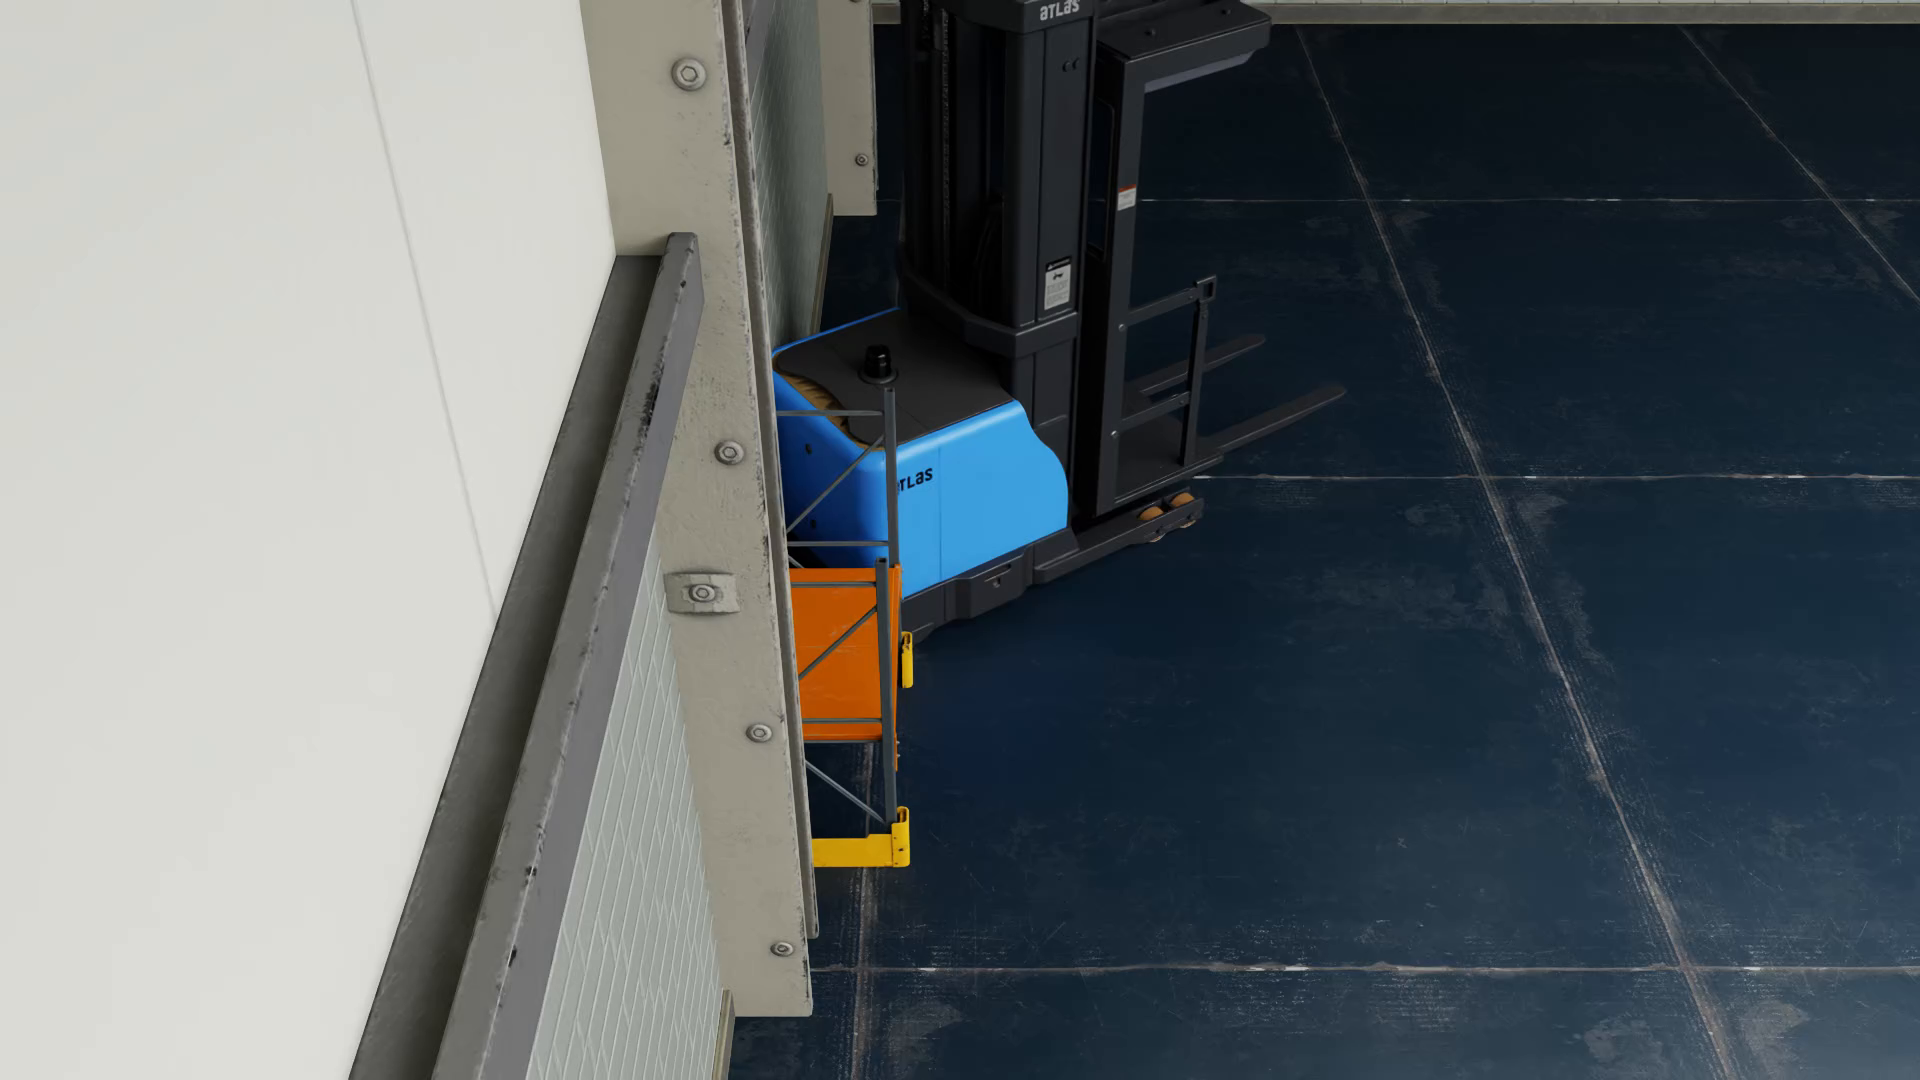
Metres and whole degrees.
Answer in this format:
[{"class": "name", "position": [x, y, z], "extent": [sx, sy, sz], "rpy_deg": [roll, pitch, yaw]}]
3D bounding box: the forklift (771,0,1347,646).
[{"class": "forklift", "position": [0.571, -1.385, 7.380], "extent": [3.031, 2.935, 1.130], "rpy_deg": [-23, 44, -26]}]

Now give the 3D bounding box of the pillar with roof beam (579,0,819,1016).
[{"class": "pillar with roof beam", "position": [3.625, -1.952, 3.236], "extent": [9.100, 9.000, 0.400], "rpy_deg": [0, 39, 0]}]

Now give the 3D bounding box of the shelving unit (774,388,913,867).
[{"class": "shelving unit", "position": [-0.494, 0.341, 6.371], "extent": [0.587, 1.500, 1.083], "rpy_deg": [0, 39, 0]}]

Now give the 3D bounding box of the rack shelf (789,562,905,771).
[{"class": "rack shelf", "position": [-0.494, 0.476, 6.490], "extent": [0.538, 0.185, 1.000], "rpy_deg": [0, 39, 0]}]

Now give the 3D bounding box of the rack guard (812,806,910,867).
[{"class": "rack guard", "position": [-0.489, 1.140, 6.373], "extent": [0.587, 0.250, 0.087], "rpy_deg": [0, 39, 0]}]

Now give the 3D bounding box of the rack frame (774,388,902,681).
[{"class": "rack frame", "position": [-0.499, 0.018, 6.774], "extent": [0.500, 1.500, 0.032], "rpy_deg": [0, 39, 0]}]

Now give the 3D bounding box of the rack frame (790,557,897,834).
[{"class": "rack frame", "position": [-0.489, 0.653, 5.981], "extent": [0.500, 1.500, 0.032], "rpy_deg": [0, 39, 0]}]

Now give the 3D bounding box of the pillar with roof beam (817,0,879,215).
[{"class": "pillar with roof beam", "position": [3.618, -5.704, 7.918], "extent": [9.100, 9.000, 0.400], "rpy_deg": [0, 39, 0]}]

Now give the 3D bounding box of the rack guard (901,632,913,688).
[{"class": "rack guard", "position": [-0.498, 0.517, 7.150], "extent": [0.587, 0.250, 0.087], "rpy_deg": [0, 39, 0]}]
